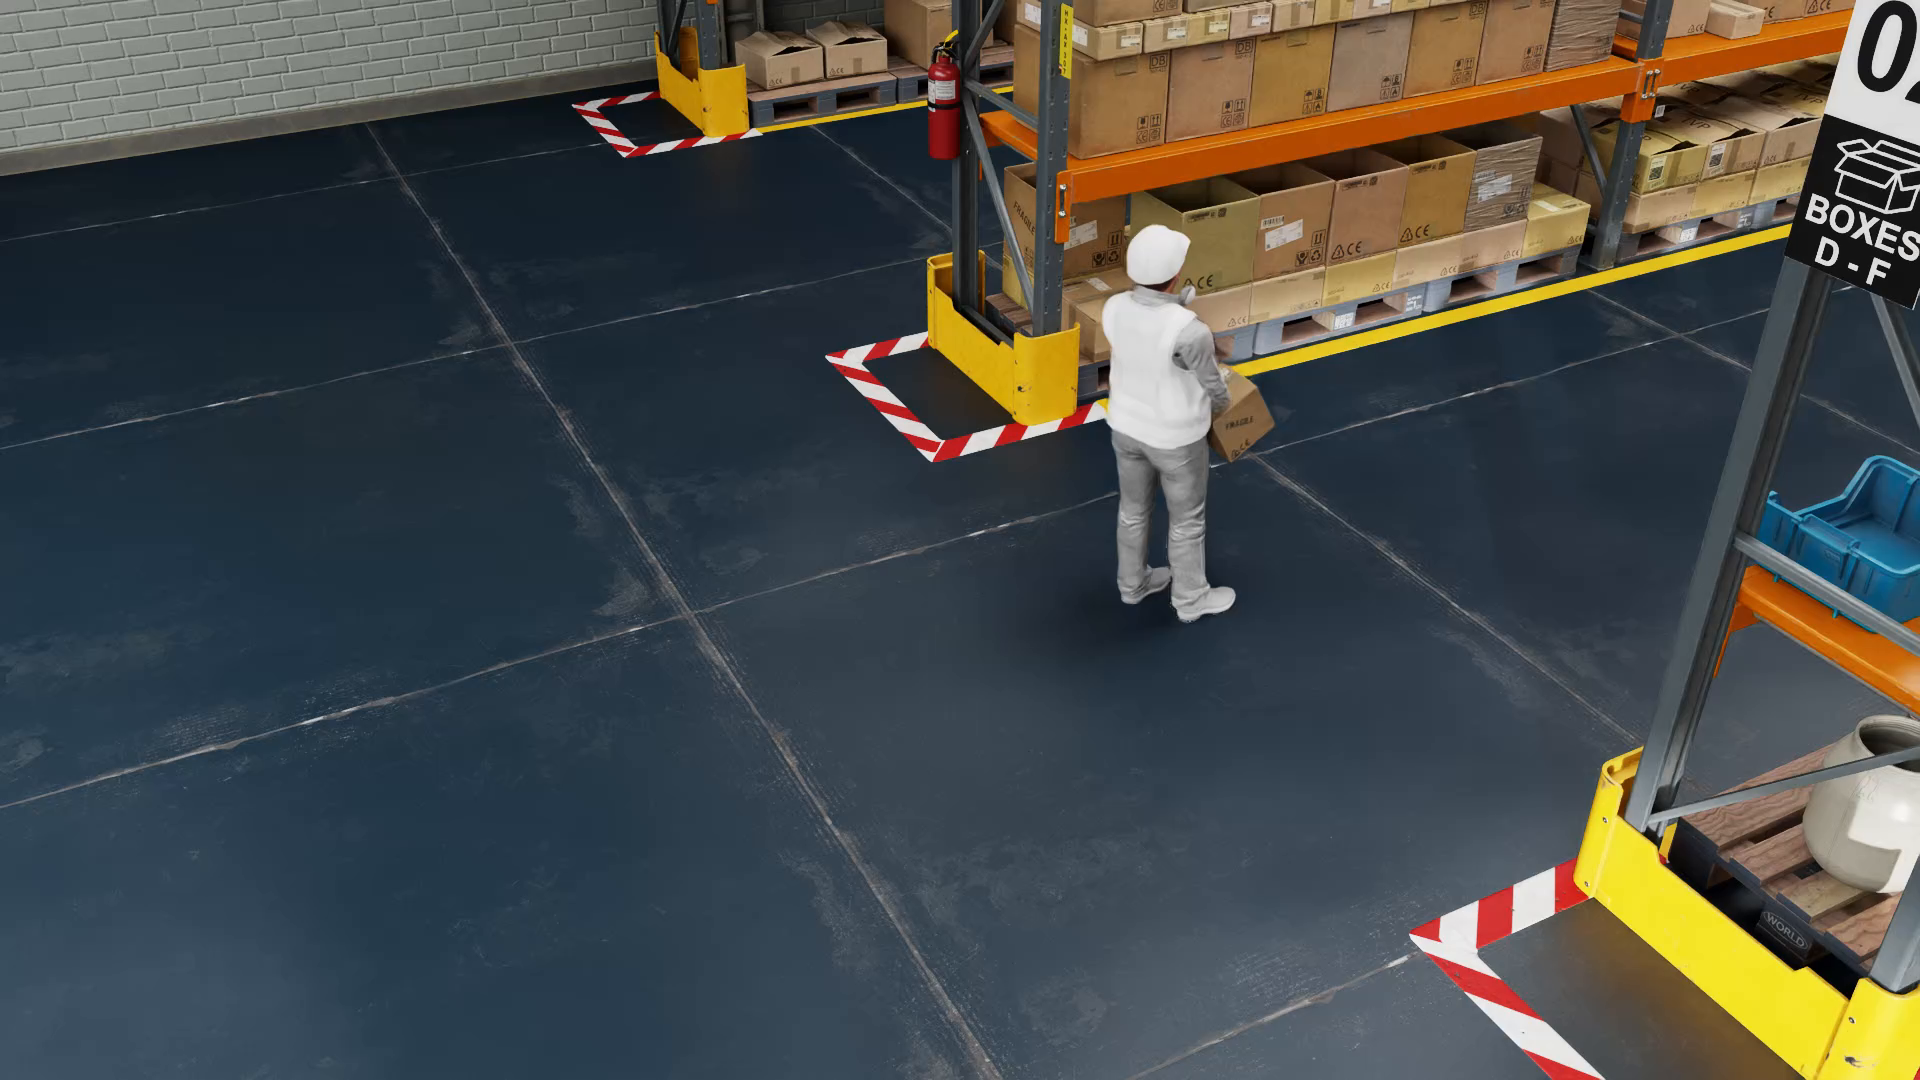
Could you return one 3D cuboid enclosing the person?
[{"bbox_3d":[0.866,-0.484,6.857,0.576,1.776,0.509,26,41,34],"label":"person"}]
